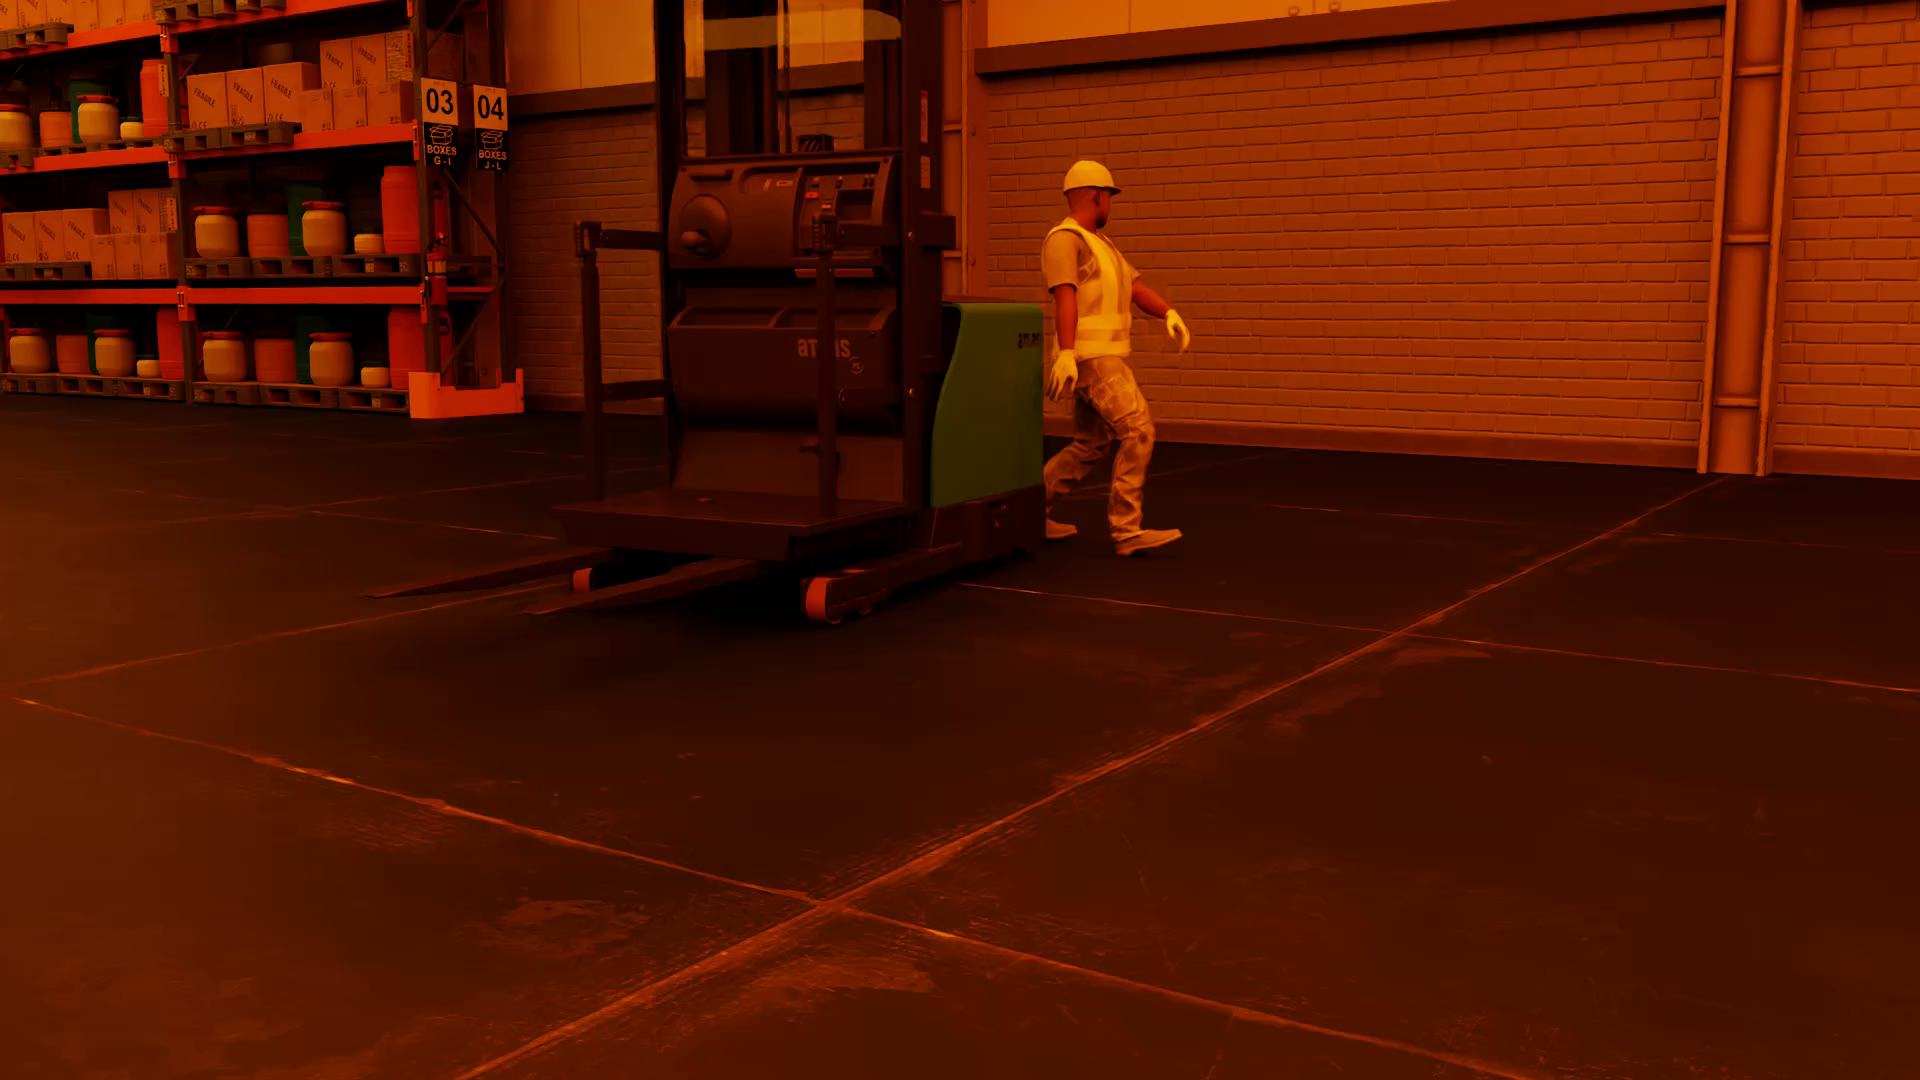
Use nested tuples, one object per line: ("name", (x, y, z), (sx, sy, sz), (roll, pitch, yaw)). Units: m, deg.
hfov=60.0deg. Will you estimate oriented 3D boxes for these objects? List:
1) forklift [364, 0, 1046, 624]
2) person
("forklift", (-0.759, -1.237, 5.889), (1.130, 2.935, 3.031), (4, 9, 27))
("person", (0.581, -0.783, 7.179), (0.814, 1.699, 0.729), (2, 8, 12))
